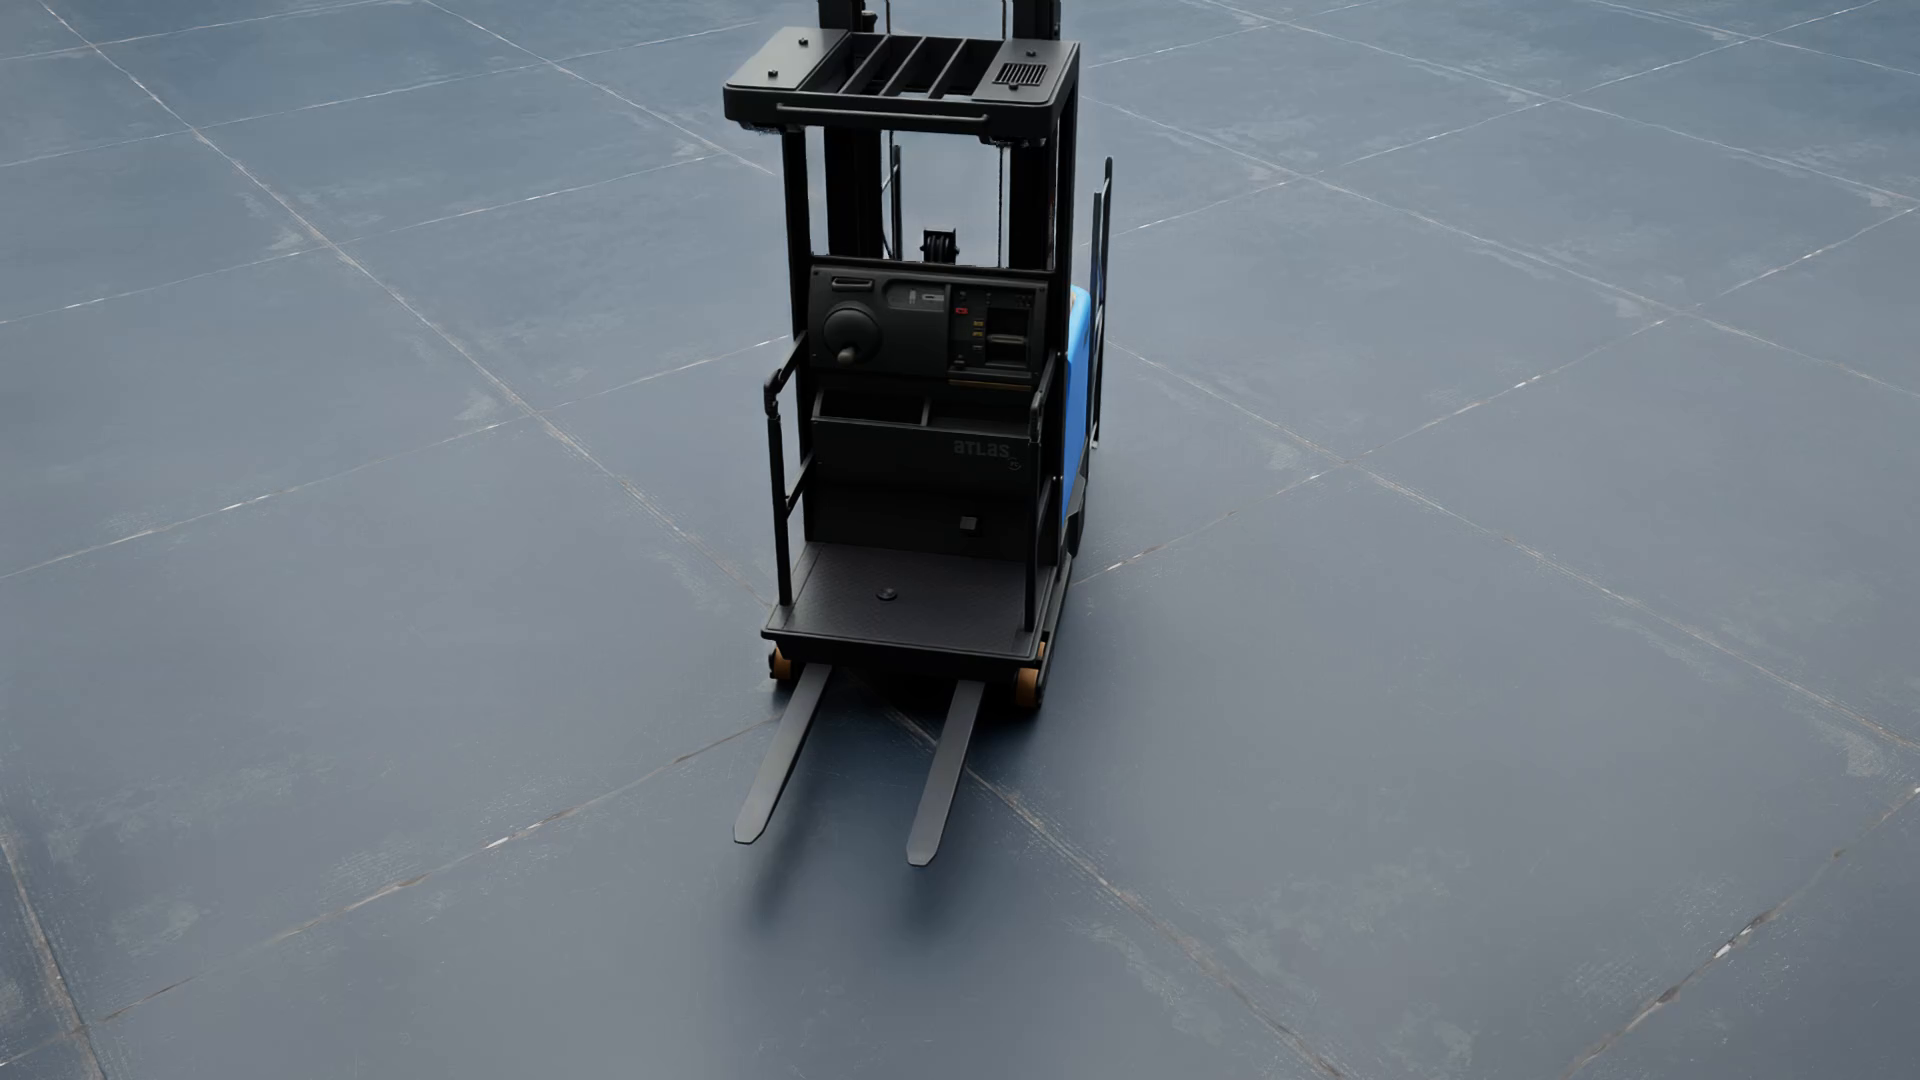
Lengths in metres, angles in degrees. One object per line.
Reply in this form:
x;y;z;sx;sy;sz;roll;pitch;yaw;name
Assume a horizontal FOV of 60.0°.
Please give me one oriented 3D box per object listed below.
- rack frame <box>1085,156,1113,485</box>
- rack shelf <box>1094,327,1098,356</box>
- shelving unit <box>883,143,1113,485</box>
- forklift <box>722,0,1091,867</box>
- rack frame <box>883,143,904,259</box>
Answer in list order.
0.658;-1.036;7.997;0.032;1.500;0.500;6;32;9;rack frame
0.158;-0.933;8.172;1.000;0.185;0.538;6;32;9;rack shelf
0.158;-1.086;8.077;1.048;1.500;0.538;6;32;9;shelving unit
-0.165;-0.780;6.227;1.130;2.935;3.031;6;32;9;forklift
-0.341;-1.136;8.158;0.032;1.500;0.500;6;32;9;rack frame
